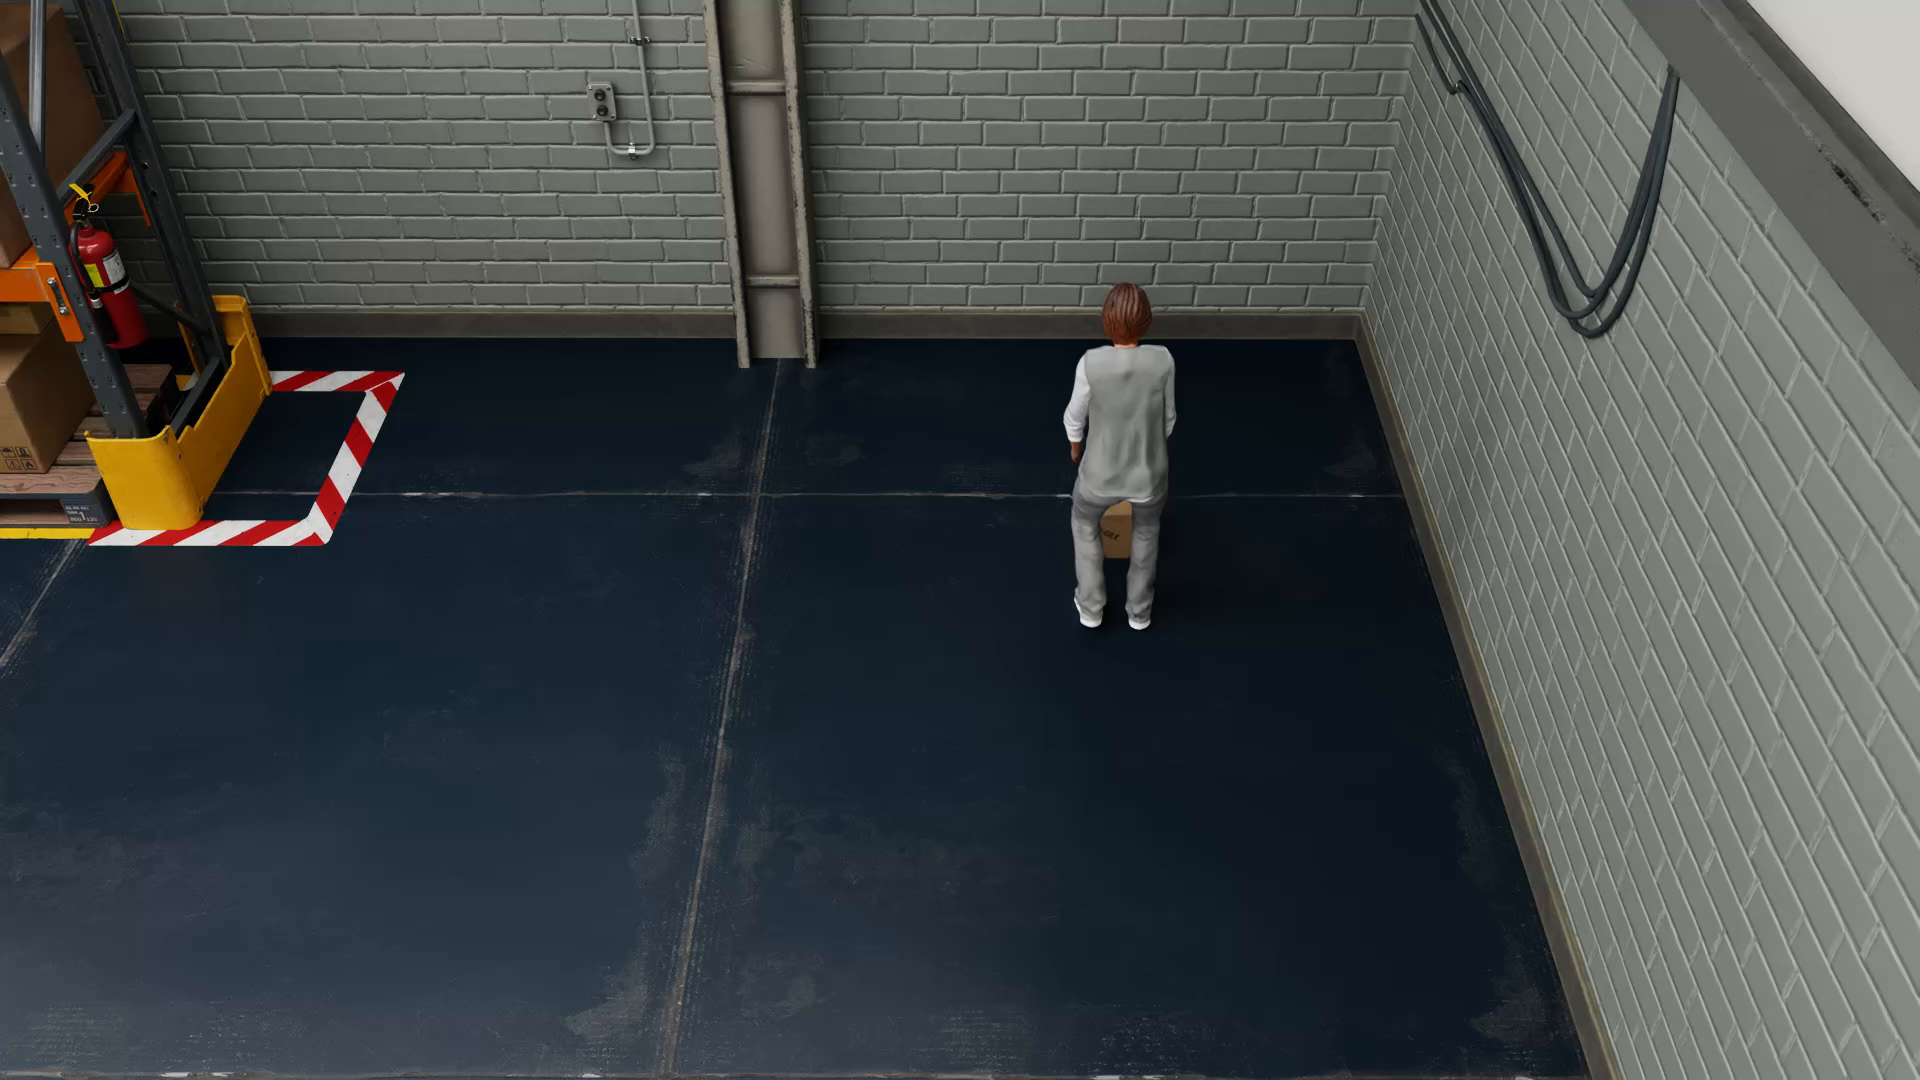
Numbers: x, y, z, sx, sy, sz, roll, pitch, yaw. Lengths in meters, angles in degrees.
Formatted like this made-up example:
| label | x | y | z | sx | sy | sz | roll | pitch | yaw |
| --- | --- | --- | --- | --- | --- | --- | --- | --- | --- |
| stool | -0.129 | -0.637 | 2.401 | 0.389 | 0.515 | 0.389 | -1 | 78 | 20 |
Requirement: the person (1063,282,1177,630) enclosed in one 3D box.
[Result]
| label | x | y | z | sx | sy | sz | roll | pitch | yaw |
| --- | --- | --- | --- | --- | --- | --- | --- | --- | --- |
| person | 0.617 | -0.276 | 6.558 | 0.433 | 1.521 | 0.417 | 1 | 40 | 1 |
